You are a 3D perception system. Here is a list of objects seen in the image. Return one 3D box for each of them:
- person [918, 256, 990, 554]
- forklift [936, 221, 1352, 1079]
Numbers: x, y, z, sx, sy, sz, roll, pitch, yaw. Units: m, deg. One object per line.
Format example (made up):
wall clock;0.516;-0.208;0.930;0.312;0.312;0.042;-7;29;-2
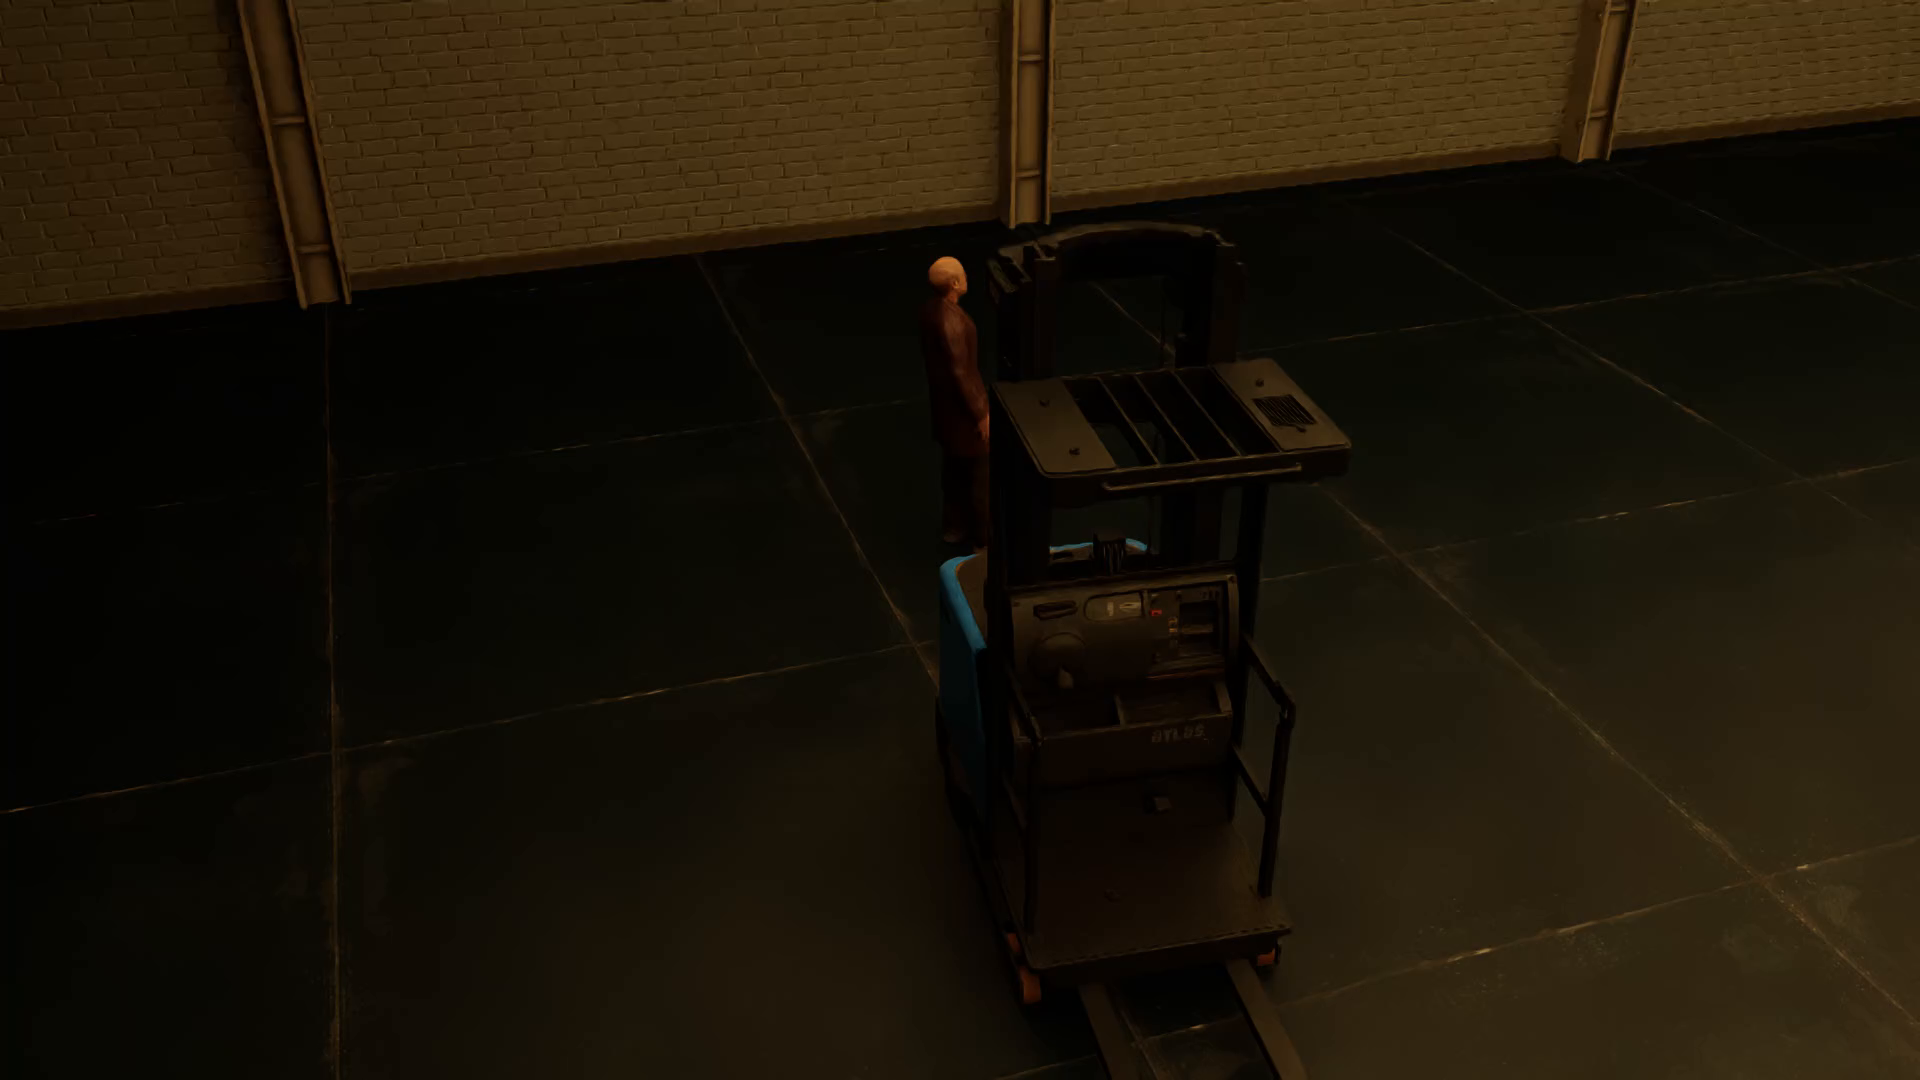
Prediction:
person;0.088;-0.789;9.601;0.580;1.776;0.694;-10;31;-16
forklift;0.702;0.408;6.378;1.130;2.935;3.031;-6;31;-11
